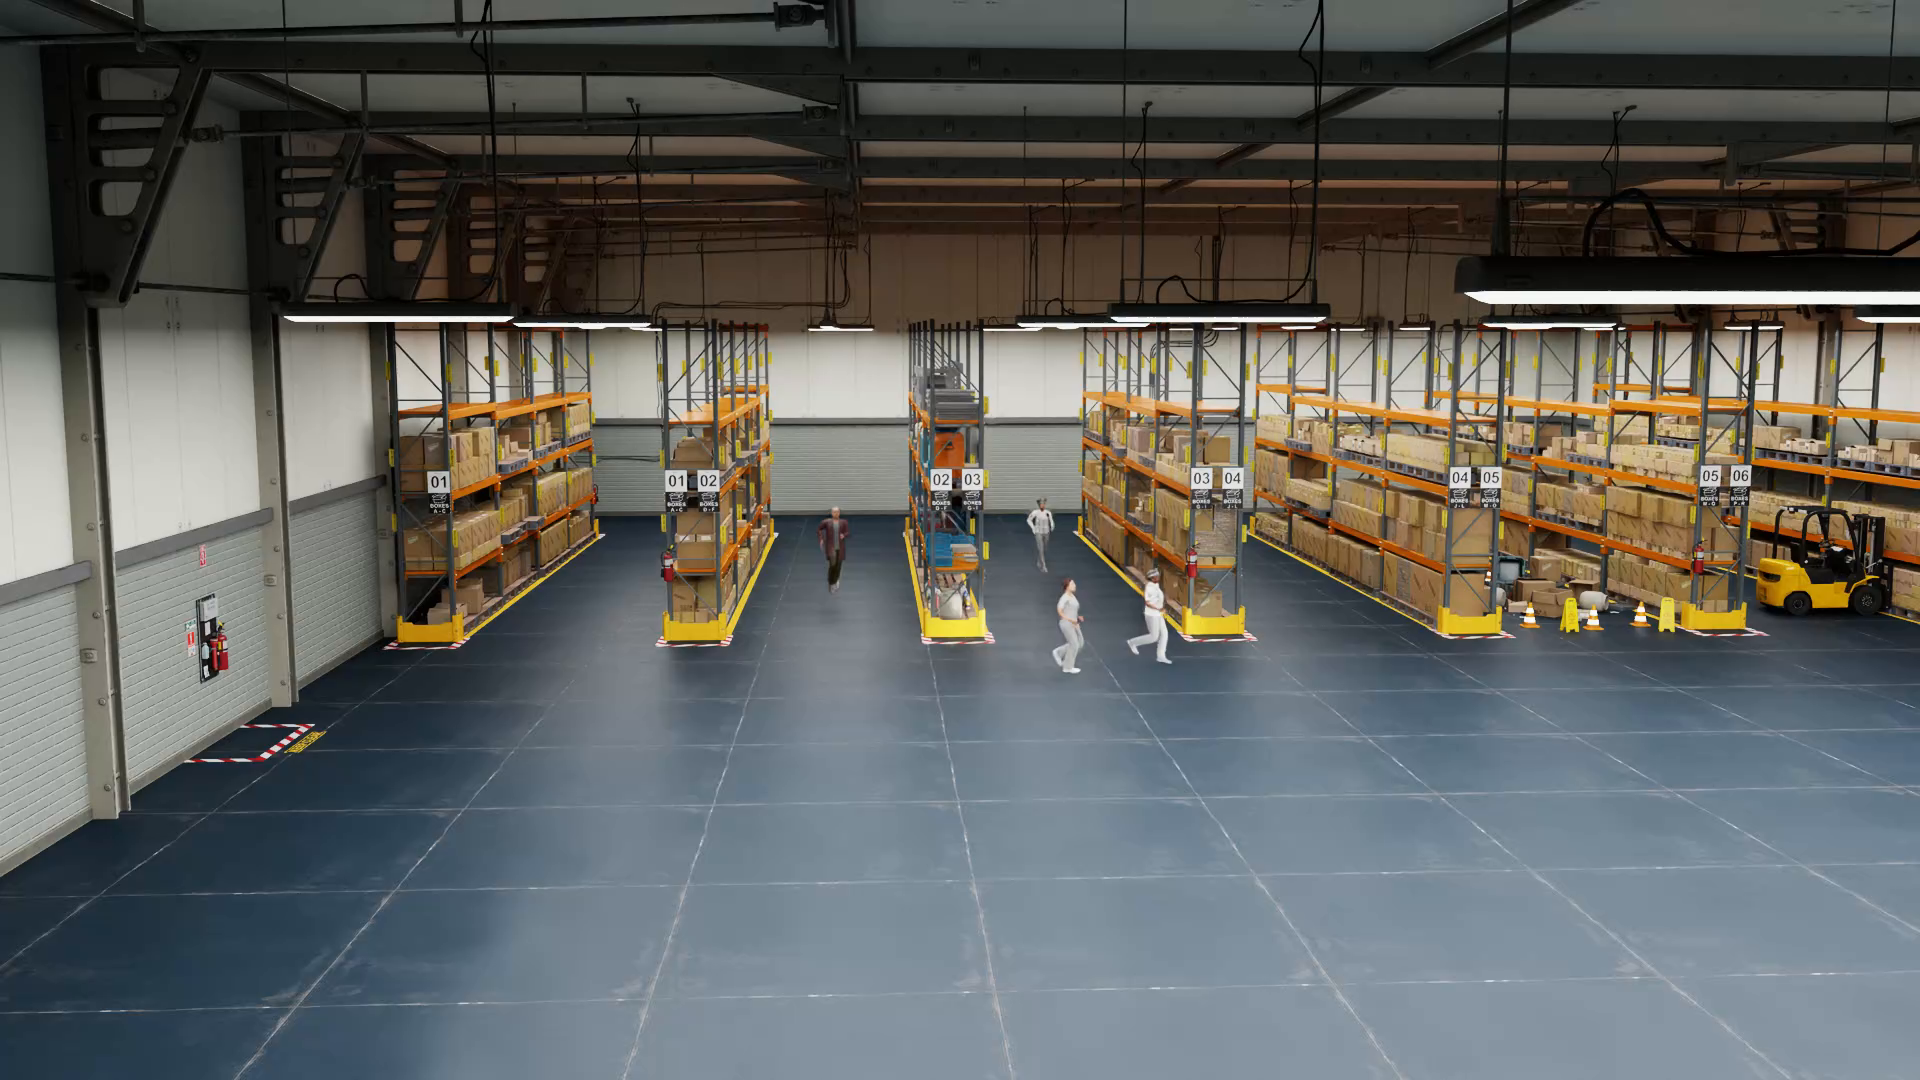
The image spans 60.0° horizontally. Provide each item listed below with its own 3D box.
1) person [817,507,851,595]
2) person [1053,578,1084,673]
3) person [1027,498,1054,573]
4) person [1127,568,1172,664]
[{"bbox_3d":[-2.639,0.227,35.233,0.677,1.857,0.758,-2,7,-19],"label":"person"},{"bbox_3d":[1.810,1.443,28.164,0.558,1.624,0.548,3,8,25],"label":"person"},{"bbox_3d":[1.892,-0.130,38.472,0.618,1.699,0.728,-2,7,-13],"label":"person"},{"bbox_3d":[3.343,1.320,29.102,0.791,1.692,0.578,2,7,19],"label":"person"}]
